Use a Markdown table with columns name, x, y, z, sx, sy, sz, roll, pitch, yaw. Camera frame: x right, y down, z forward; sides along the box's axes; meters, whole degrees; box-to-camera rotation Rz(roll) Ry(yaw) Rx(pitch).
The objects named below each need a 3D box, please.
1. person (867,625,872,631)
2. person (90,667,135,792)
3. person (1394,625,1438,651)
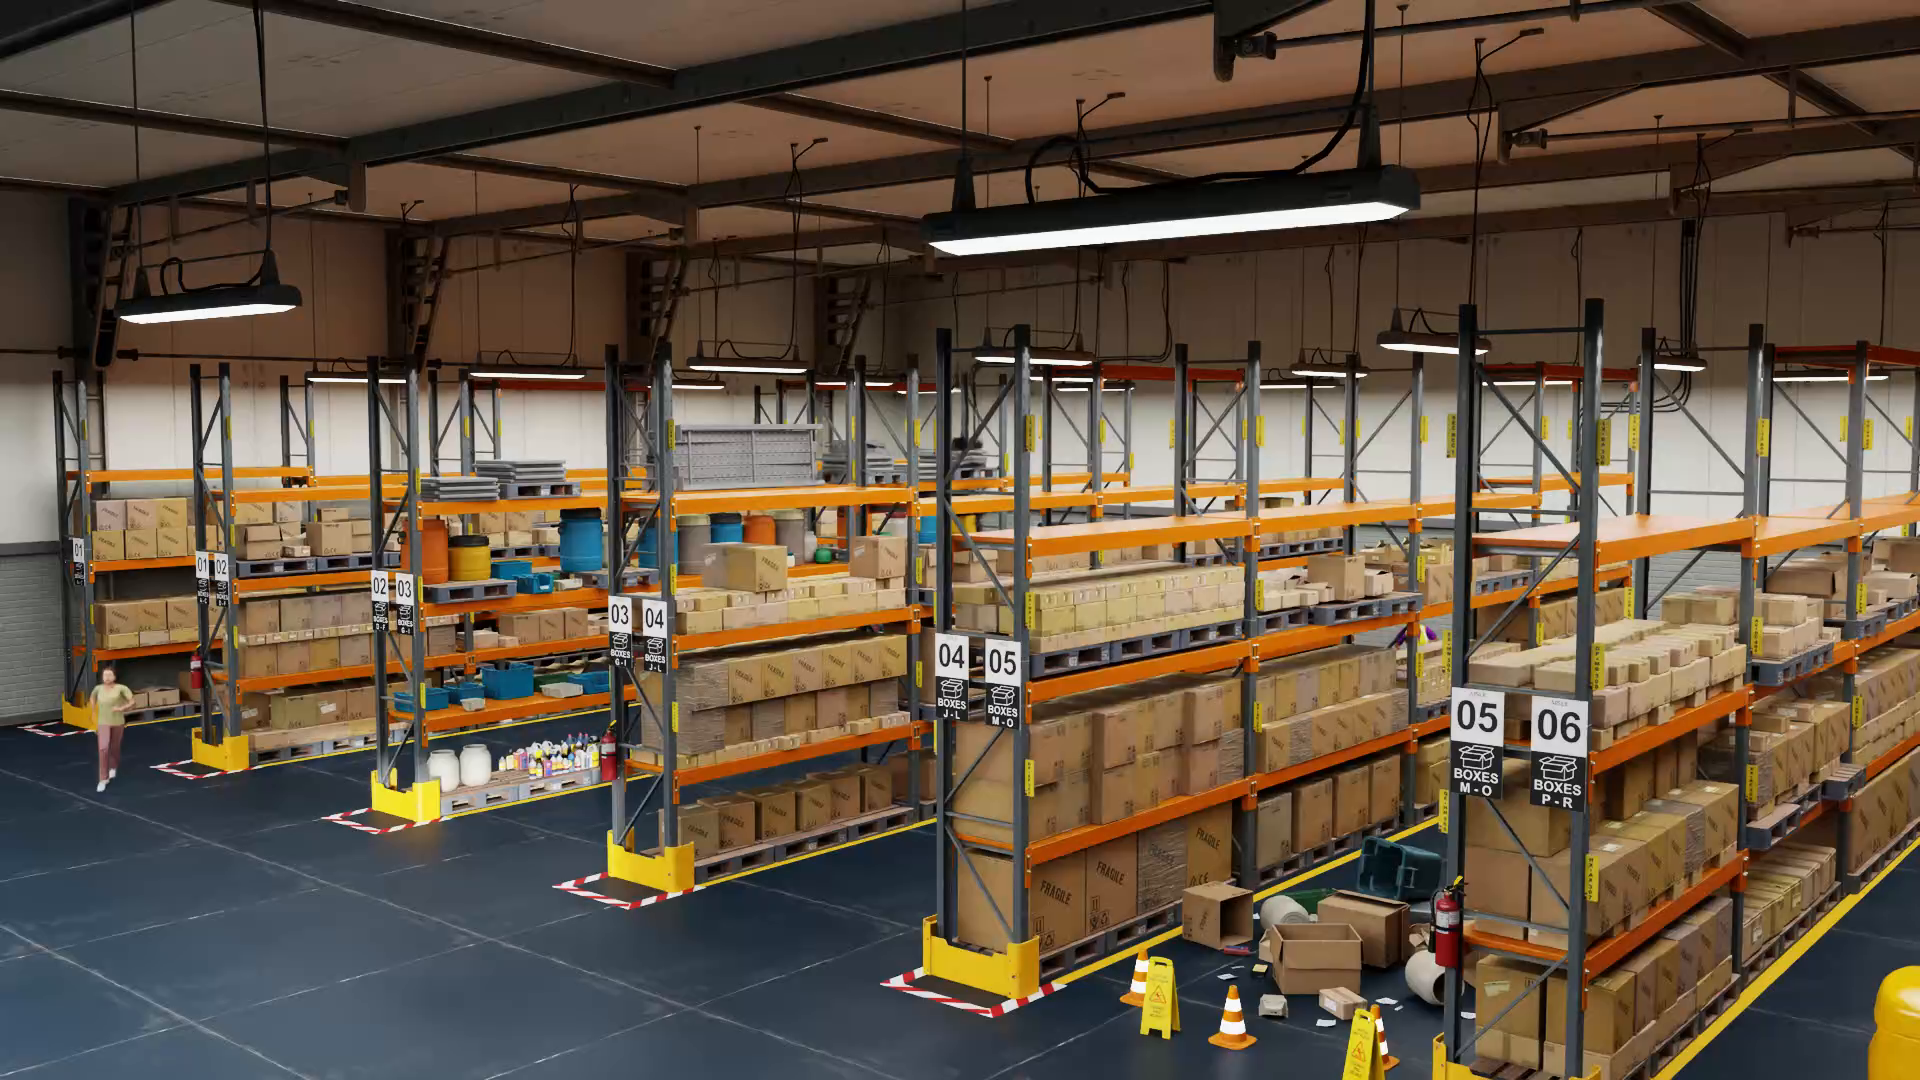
| name | x | y | z | sx | sy | sz | roll | pitch | yaw |
| --- | --- | --- | --- | --- | --- | --- | --- | --- | --- |
| person | -1.888 | 1.672 | 32.355 | 0.670 | 1.757 | 0.777 | 2 | 5 | 28 |
| person | -11.972 | 2.622 | 23.514 | 0.584 | 1.697 | 0.879 | -2 | 4 | -22 |
| person | 8.288 | 2.151 | 30.054 | 0.824 | 1.692 | 0.842 | 0 | 4 | -5 |
